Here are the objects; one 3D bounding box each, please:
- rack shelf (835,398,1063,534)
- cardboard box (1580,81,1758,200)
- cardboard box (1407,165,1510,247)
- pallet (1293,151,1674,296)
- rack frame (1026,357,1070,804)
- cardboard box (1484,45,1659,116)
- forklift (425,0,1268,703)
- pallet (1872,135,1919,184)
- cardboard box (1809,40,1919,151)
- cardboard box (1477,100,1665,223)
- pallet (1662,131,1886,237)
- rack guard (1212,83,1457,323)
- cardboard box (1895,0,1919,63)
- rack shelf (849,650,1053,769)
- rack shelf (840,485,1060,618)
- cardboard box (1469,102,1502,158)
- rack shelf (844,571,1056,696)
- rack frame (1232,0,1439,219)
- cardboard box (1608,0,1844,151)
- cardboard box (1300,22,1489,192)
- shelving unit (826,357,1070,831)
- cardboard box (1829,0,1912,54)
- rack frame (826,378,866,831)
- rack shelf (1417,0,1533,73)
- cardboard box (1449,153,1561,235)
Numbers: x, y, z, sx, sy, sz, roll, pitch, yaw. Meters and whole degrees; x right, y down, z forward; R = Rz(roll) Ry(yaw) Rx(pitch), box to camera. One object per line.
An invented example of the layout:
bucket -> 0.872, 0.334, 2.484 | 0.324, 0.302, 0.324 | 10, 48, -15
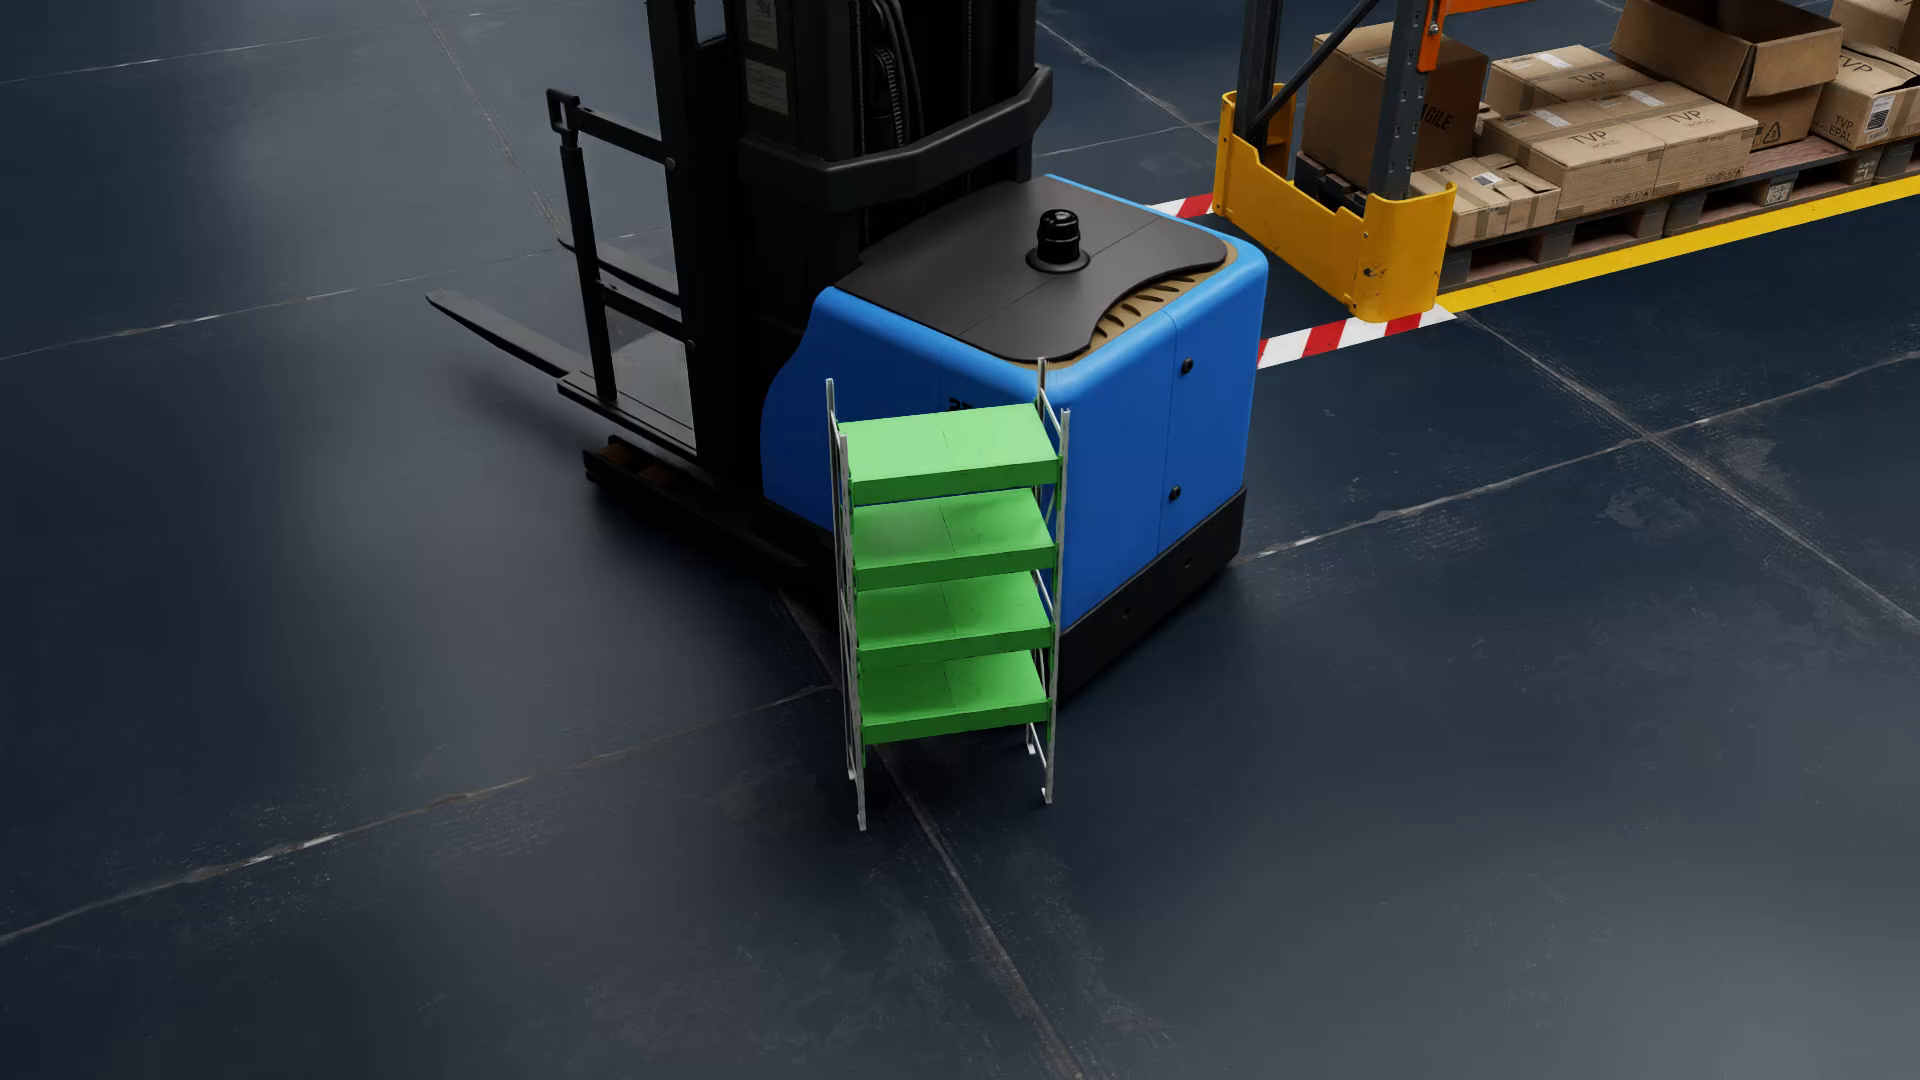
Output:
rack shelf -> -0.031, -0.171, 3.776 | 0.480, 0.148, 0.258 | -7, 37, -9
cardboard box -> 2.918, -1.671, 6.924 | 0.500, 0.250, 0.500 | -16, 39, -20
cardboard box -> 1.925, -1.314, 6.527 | 0.250, 0.149, 0.380 | -16, 39, -20
pallet -> 2.190, -1.463, 7.045 | 1.213, 0.211, 1.003 | -16, 39, -20
rack frame -> 0.209, 0.135, 4.061 | 0.015, 1.200, 0.240 | -7, 37, -9
cardboard box -> 2.660, -1.928, 7.271 | 0.500, 0.250, 0.500 | -16, 39, -20
forklift -> -0.591, -1.462, 4.760 | 3.031, 2.935, 1.130 | 27, 44, 31
pallet -> 4.398, -2.080, 7.878 | 1.213, 0.211, 1.003 | -16, 39, -20
cardboard box -> 3.946, -1.984, 7.294 | 0.500, 0.311, 0.500 | -16, 39, -20
cardboard box -> 2.465, -1.545, 6.754 | 0.500, 0.250, 0.500 | -16, 39, -20
pallet -> 3.292, -1.769, 7.458 | 1.213, 0.211, 1.003 | -16, 39, -20
rack guard -> 1.468, -1.377, 6.686 | 0.348, 0.500, 1.175 | -16, 39, -20
cardboard box -> 4.625, -2.249, 7.494 | 0.500, 0.500, 0.500 | -16, 39, -20
rack shelf -> -0.031, 0.407, 4.204 | 0.480, 0.148, 0.258 | -7, 37, -9
rack shelf -> -0.031, 0.021, 3.918 | 0.480, 0.148, 0.258 | -7, 37, -9
cardboard box -> 2.192, -1.725, 7.066 | 0.250, 0.166, 0.380 | -16, 39, -20
rack shelf -> -0.031, 0.214, 4.061 | 0.480, 0.148, 0.258 | -7, 37, -9
rack frame -> 1.400, -2.361, 5.916 | 0.127, 3.000, 1.000 | -16, 39, -20
cardboard box -> 3.322, -2.070, 7.249 | 0.637, 0.503, 0.797 | -16, 39, -20
cardboard box -> 1.787, -1.805, 6.894 | 0.500, 0.500, 0.500 | -16, 39, -20
shelving unit -> -0.031, 0.163, 4.023 | 0.503, 1.200, 0.258 | -7, 37, -9
cardboard box -> 4.549, -2.481, 7.965 | 0.500, 0.311, 0.500 | -16, 39, -20
rack frame -> -0.270, 0.191, 3.985 | 0.015, 1.200, 0.240 | -7, 37, -9
rack shelf -> 3.210, -2.579, 6.813 | 4.000, 0.370, 1.077 | -16, 39, -20
cardboard box -> 2.151, -1.384, 6.607 | 0.250, 0.166, 0.380 | -16, 39, -20
